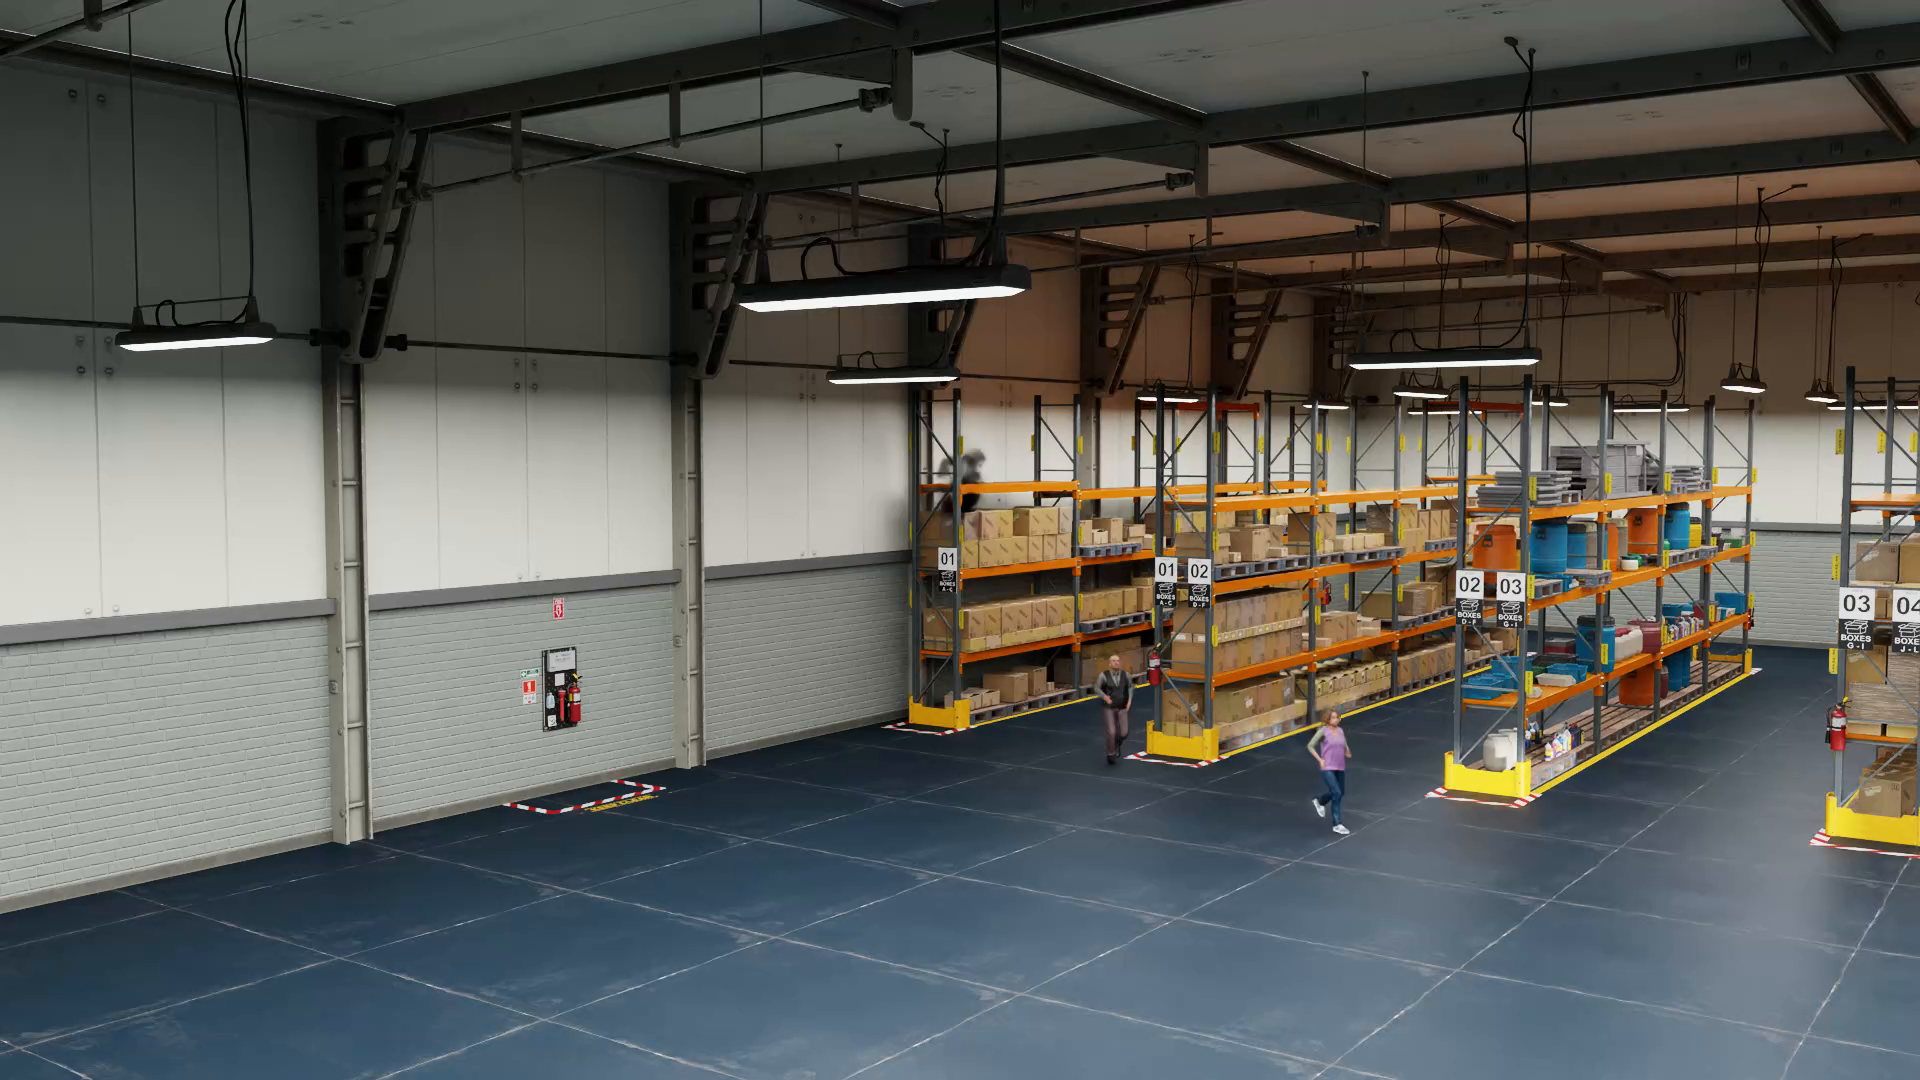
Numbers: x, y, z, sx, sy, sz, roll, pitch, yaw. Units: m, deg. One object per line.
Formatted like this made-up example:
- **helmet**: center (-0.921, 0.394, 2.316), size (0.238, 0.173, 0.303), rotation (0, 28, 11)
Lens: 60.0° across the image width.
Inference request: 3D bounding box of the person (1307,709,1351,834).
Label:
- **person**: center (4.813, 2.981, 21.640), size (0.548, 1.566, 0.792), rotation (-2, 4, -25)

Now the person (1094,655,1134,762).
- **person**: center (2.457, 2.662, 26.196), size (0.669, 1.683, 0.542), rotation (0, 3, -9)
